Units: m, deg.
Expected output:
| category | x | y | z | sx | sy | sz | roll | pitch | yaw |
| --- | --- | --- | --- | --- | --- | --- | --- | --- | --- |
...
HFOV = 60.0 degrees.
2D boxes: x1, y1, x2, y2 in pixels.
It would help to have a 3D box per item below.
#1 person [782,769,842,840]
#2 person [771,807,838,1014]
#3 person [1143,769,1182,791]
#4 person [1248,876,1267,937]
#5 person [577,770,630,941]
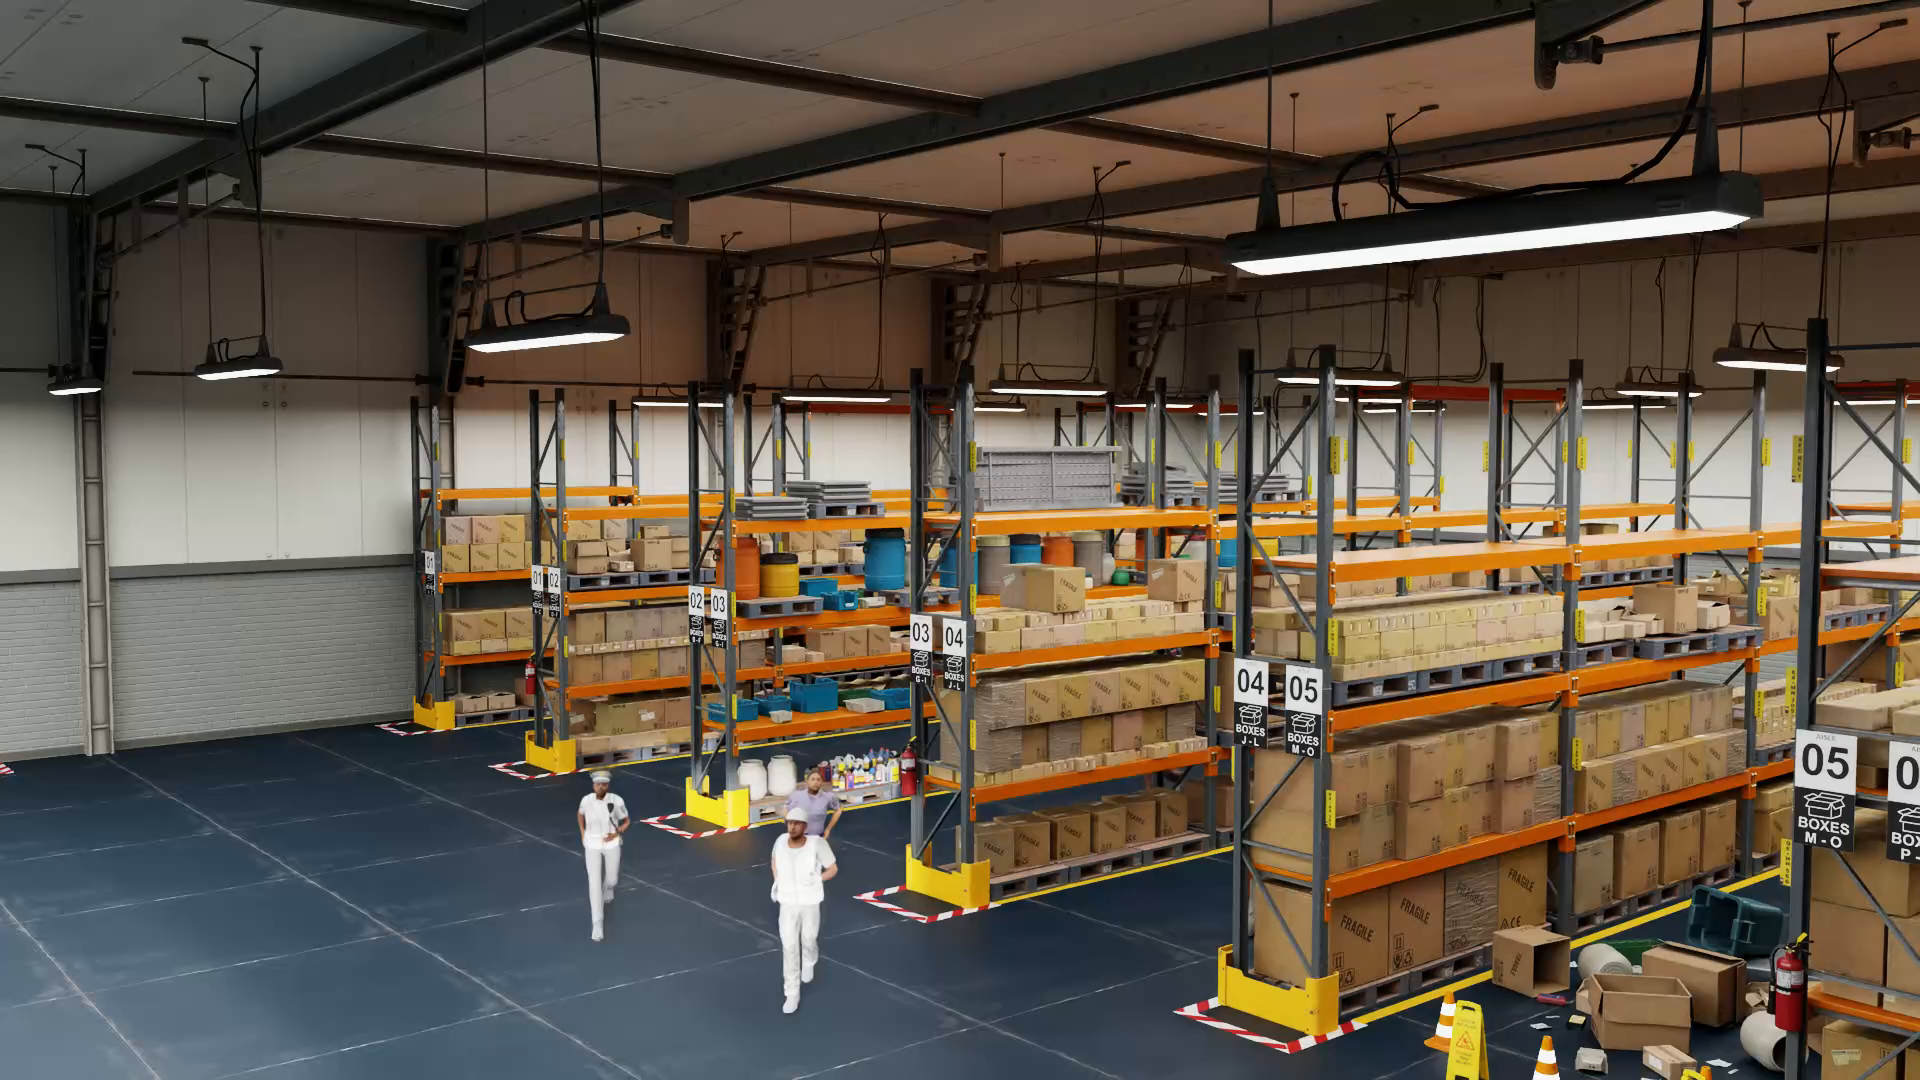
| category | x | y | z | sx | sy | sz | roll | pitch | yaw |
| --- | --- | --- | --- | --- | --- | --- | --- | --- | --- |
| person | -1.634 | 3.312 | 18.048 | 0.637 | 1.664 | 0.697 | 0 | 3 | 7 |
| person | -1.457 | 3.359 | 15.399 | 0.665 | 1.797 | 0.926 | 0 | 3 | 5 |
| person | 2.881 | 2.935 | 23.962 | 0.752 | 1.626 | 0.586 | -3 | 4 | -41 |
| person | 3.215 | 3.317 | 17.528 | 0.620 | 1.622 | 0.823 | 3 | 4 | 40 |
| person | -3.791 | 3.285 | 17.729 | 0.545 | 1.711 | 1.055 | -1 | 3 | -14 |
